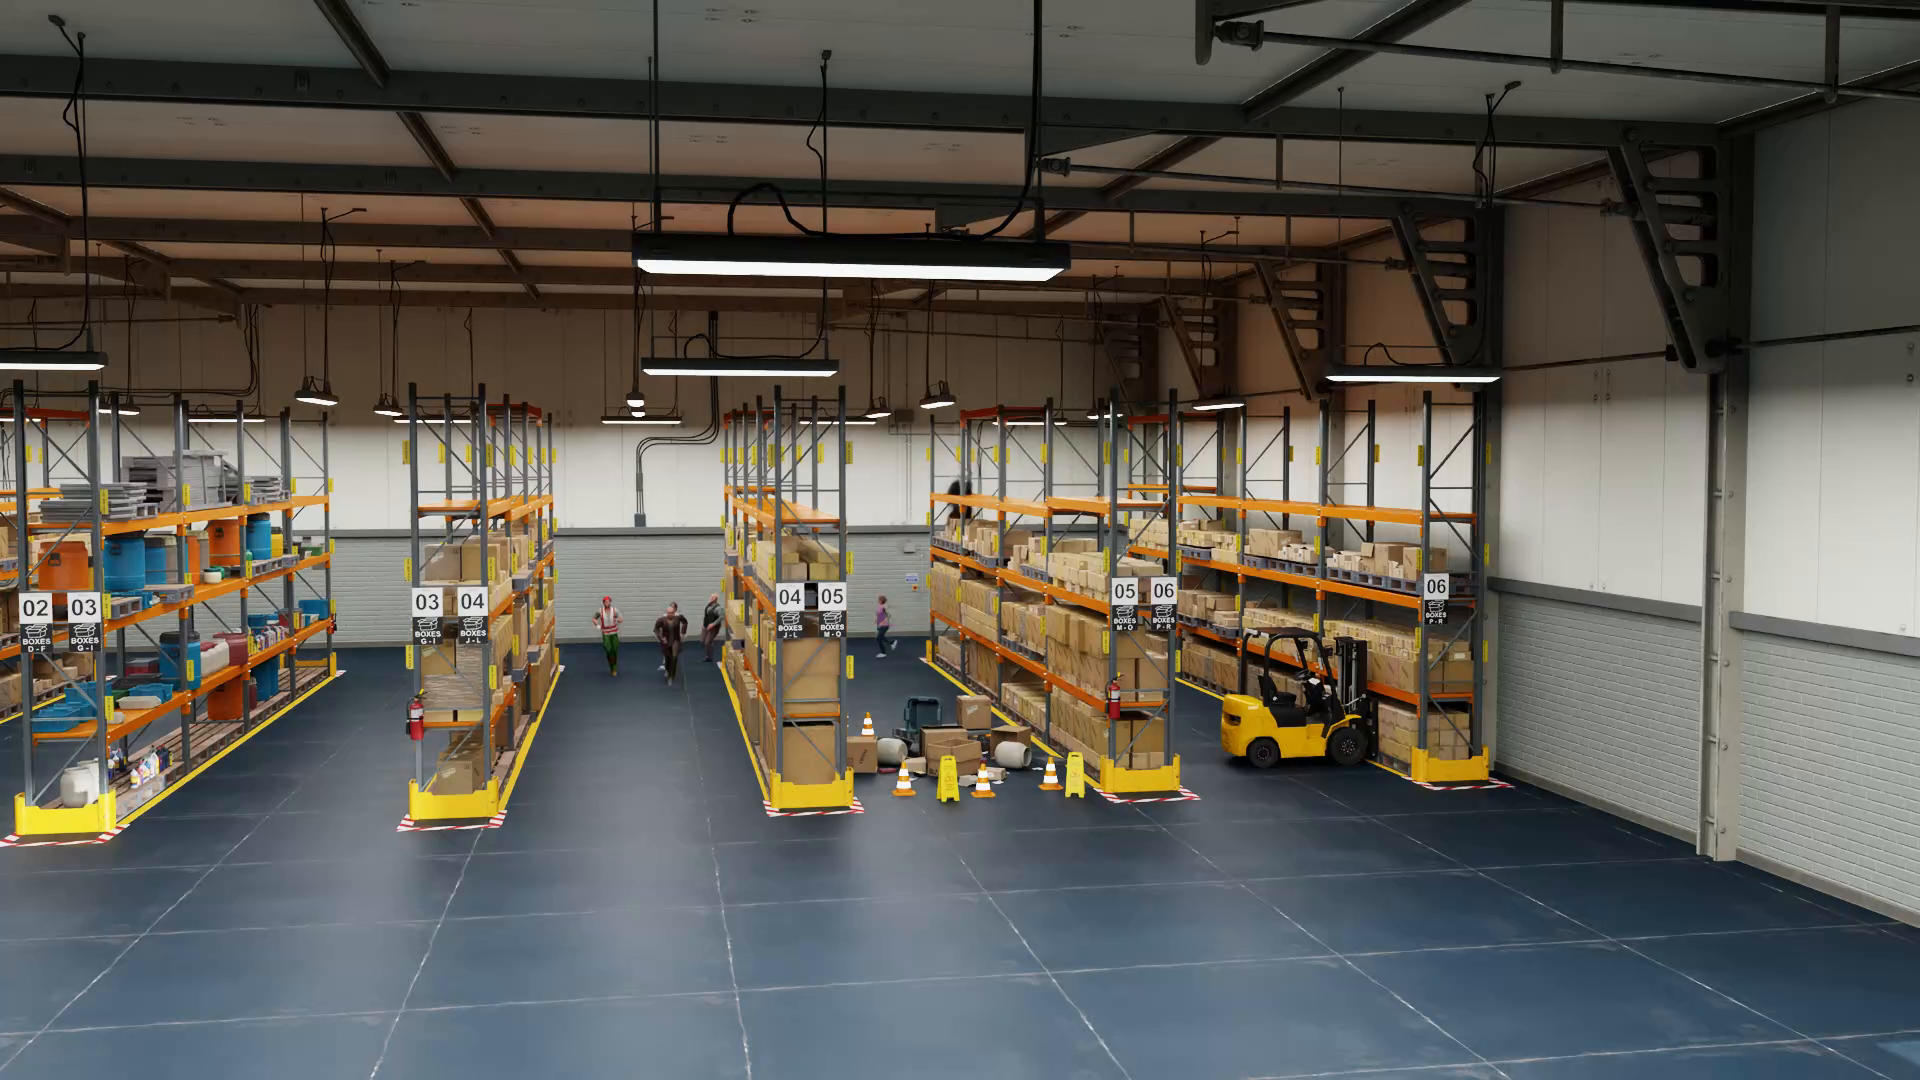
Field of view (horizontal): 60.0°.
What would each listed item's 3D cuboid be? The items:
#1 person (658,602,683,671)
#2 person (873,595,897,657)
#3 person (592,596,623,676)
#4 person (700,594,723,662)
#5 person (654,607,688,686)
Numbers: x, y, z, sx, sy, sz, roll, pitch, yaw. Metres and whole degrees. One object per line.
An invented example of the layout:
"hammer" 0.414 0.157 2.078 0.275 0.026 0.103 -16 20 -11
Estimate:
"person" -6.736 2.229 38.842 0.605 1.568 0.834 1 3 11
"person" -1.825 2.138 41.402 0.598 1.554 0.522 -1 3 -23
"person" -8.027 2.193 38.016 0.652 1.844 0.766 -1 3 -25
"person" -6.010 2.127 40.352 0.698 1.669 0.551 2 4 36
"person" -6.389 2.319 36.691 0.745 1.730 1.096 -1 3 -15
